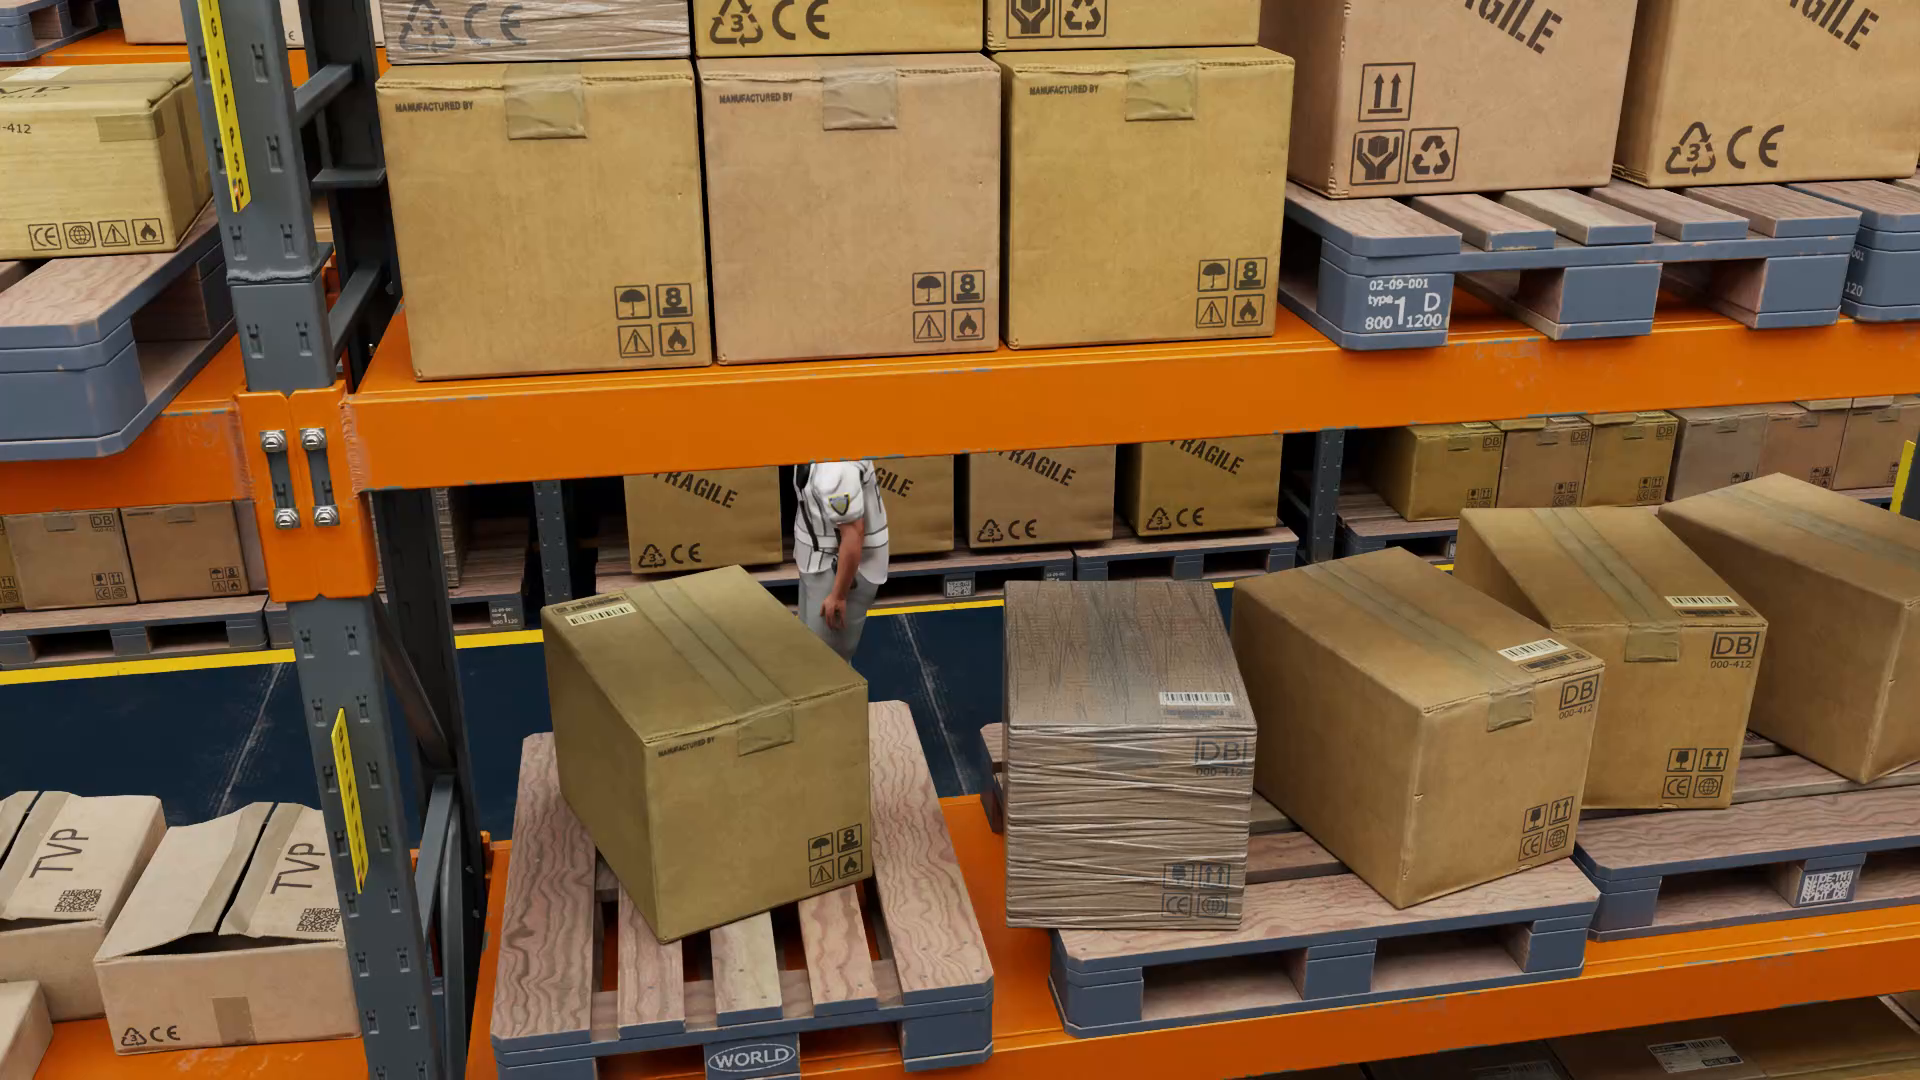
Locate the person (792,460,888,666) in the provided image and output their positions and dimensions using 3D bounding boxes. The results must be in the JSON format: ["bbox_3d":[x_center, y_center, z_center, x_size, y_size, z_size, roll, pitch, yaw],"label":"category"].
[{"bbox_3d":[-0.525,0.121,6.801,0.439,1.750,0.606,-6,24,-13],"label":"person"}]
